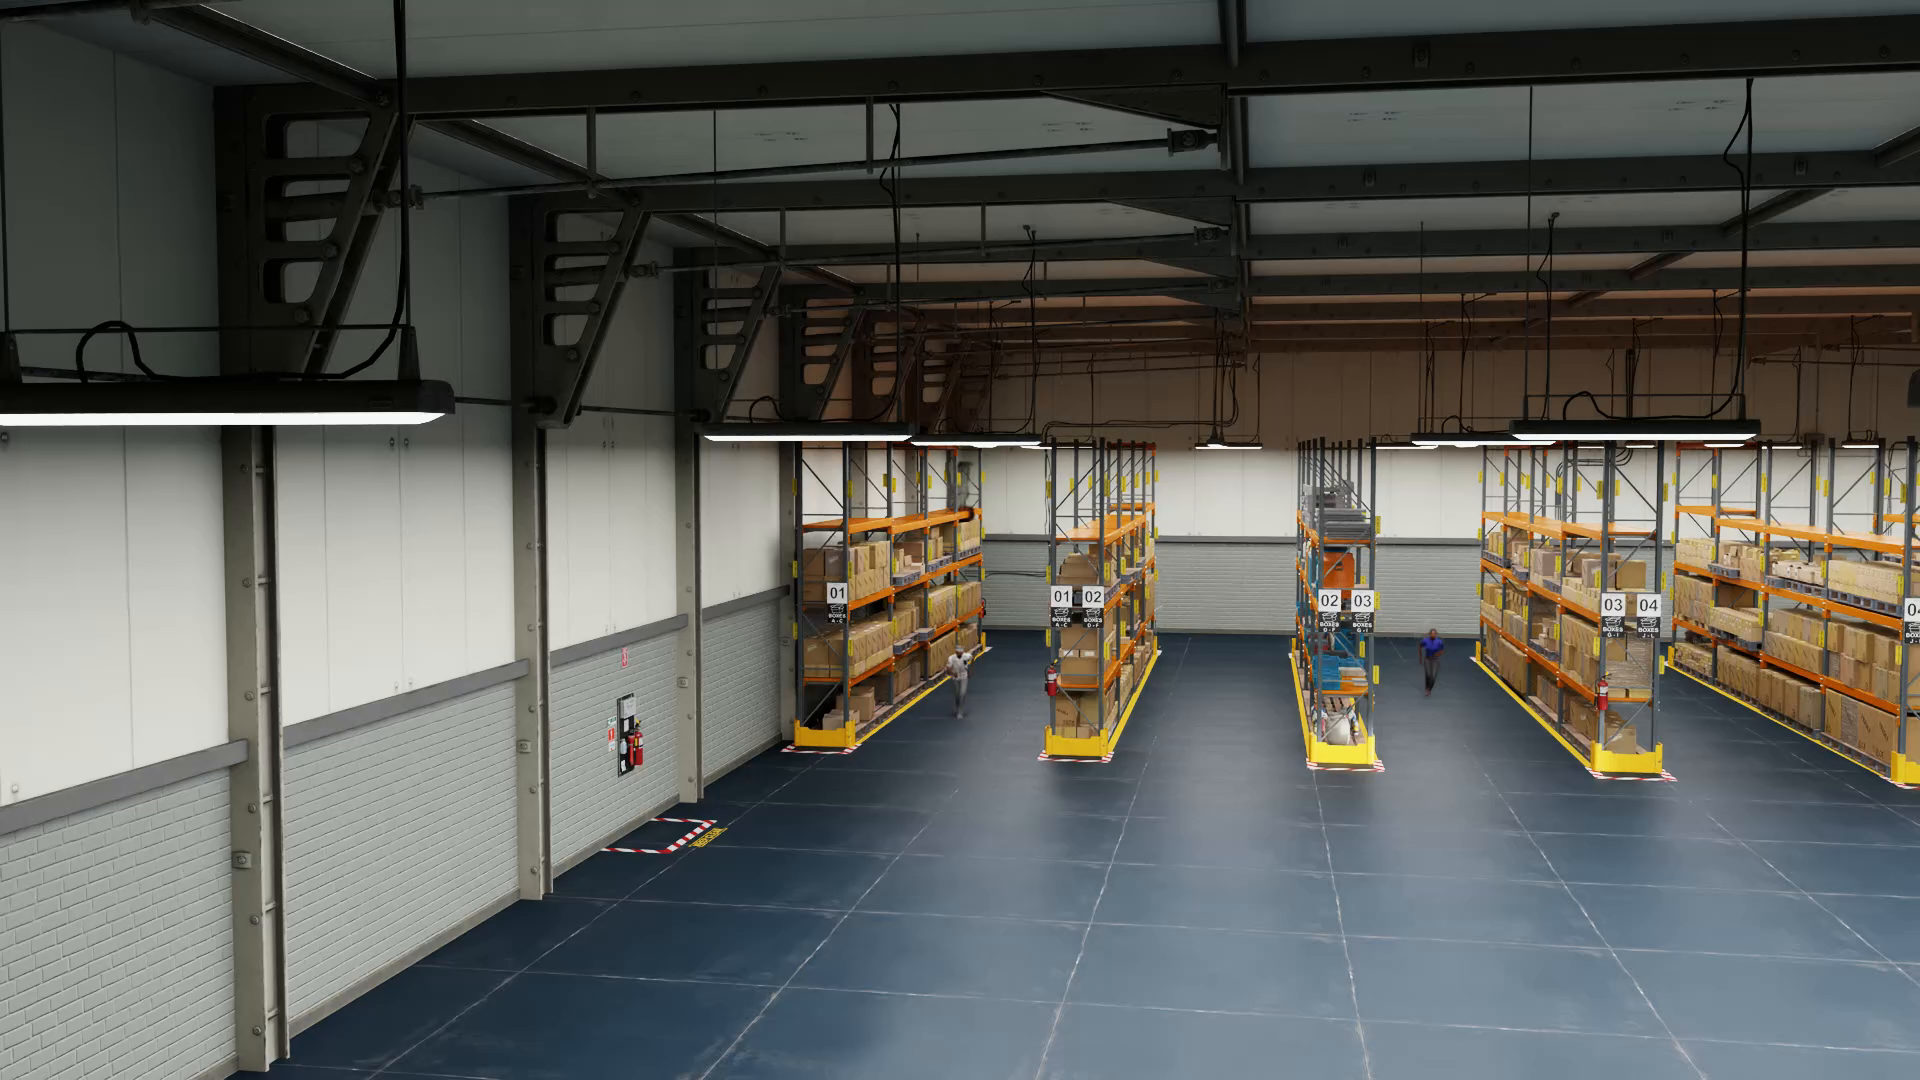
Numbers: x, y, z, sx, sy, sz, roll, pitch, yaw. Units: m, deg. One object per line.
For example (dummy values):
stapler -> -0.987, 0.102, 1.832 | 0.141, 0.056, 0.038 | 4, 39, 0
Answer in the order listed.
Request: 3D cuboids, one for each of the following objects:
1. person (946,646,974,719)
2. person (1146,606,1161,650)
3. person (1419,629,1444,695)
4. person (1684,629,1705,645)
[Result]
person -> -0.005, 3.050, 36.066 | 0.617, 1.625, 0.988 | 0, 3, -4
person -> 5.417, 2.318, 48.380 | 0.859, 1.765, 0.656 | 1, 3, 19
person -> 11.025, 2.854, 38.872 | 0.532, 1.577, 0.706 | 0, 3, 6
person -> 20.188, 2.426, 45.679 | 0.912, 1.796, 0.770 | 2, 4, 36
